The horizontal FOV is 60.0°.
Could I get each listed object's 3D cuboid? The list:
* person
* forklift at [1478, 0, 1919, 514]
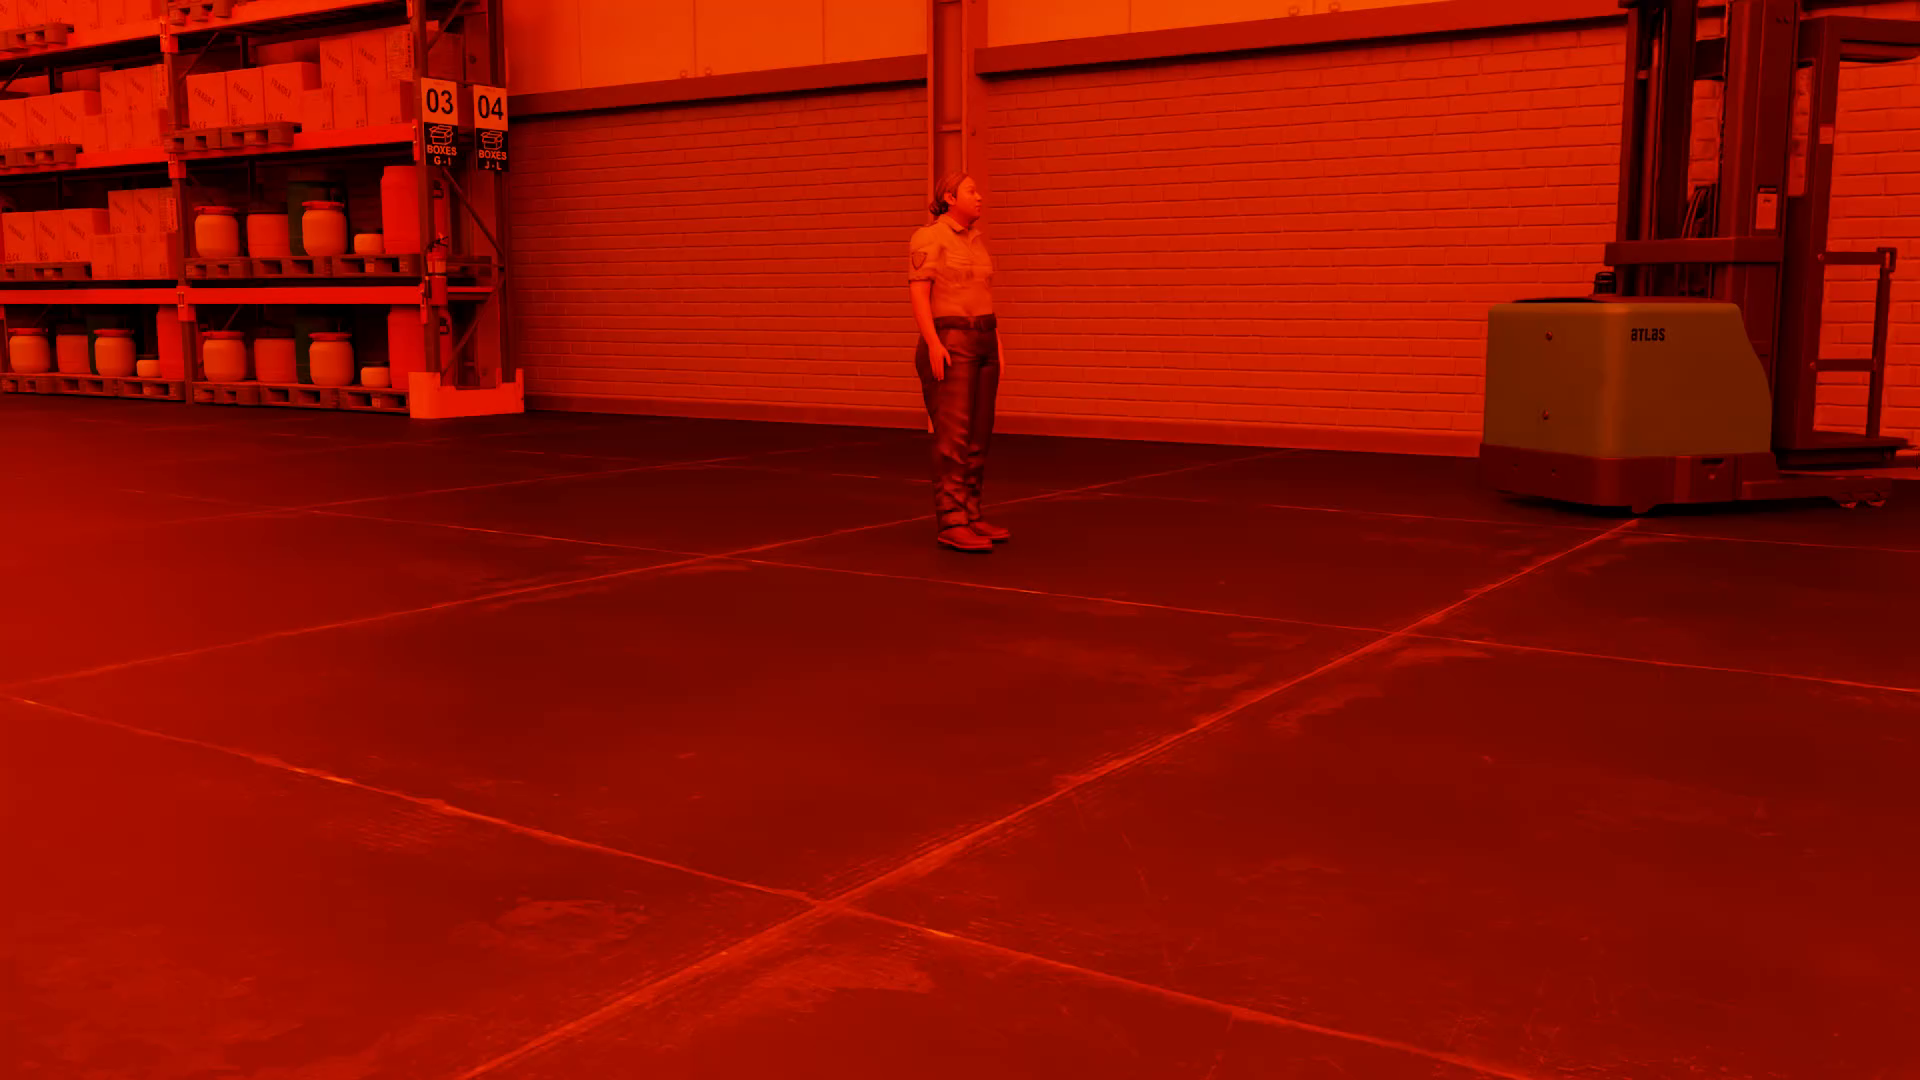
[{"bbox_3d":[0.061,-0.814,7.418,0.503,1.651,0.598,5,10,34],"label":"person"},{"bbox_3d":[4.424,-1.685,9.040,3.031,2.935,1.130,-3,9,-20],"label":"forklift"}]
